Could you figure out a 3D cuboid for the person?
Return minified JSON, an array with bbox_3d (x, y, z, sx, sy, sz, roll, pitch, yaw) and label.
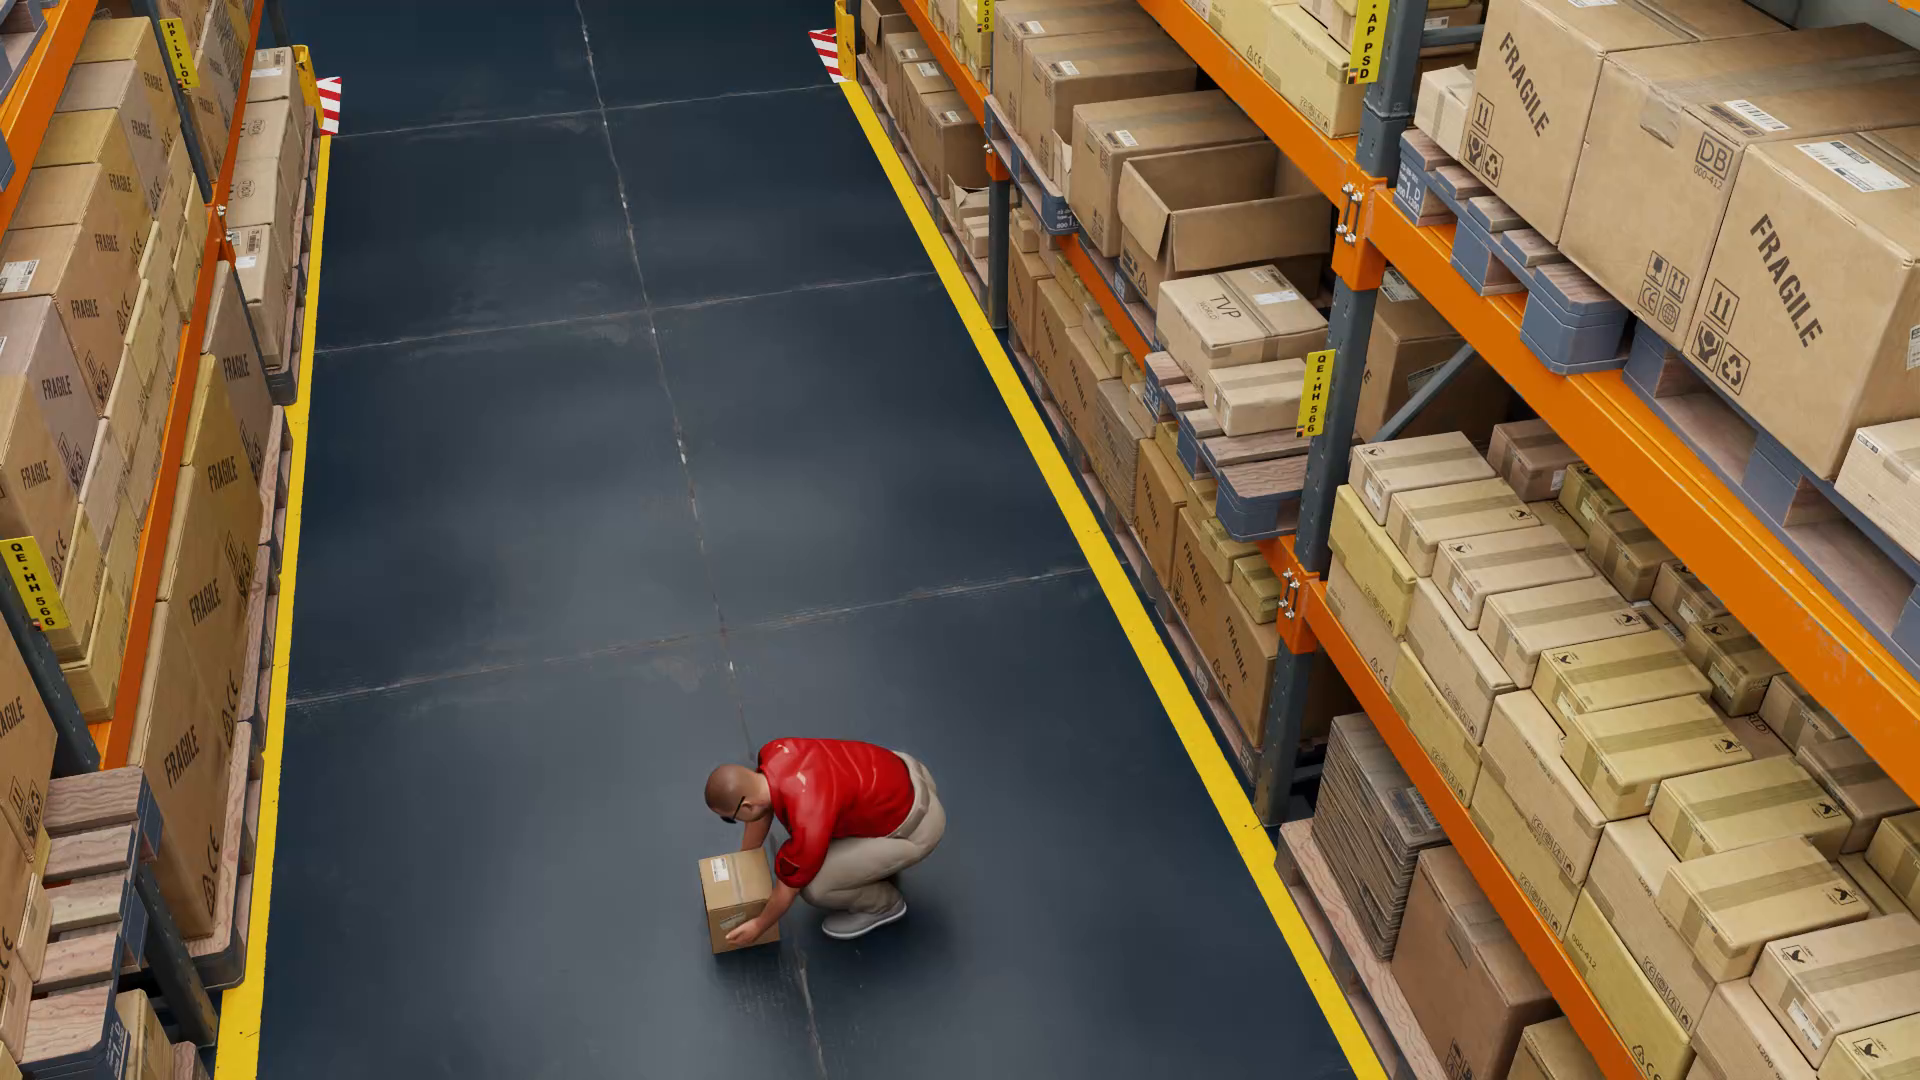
[{"bbox_3d":[-0.485,1.053,6.079,0.871,0.876,0.562,-9,39,-12],"label":"person"}]
